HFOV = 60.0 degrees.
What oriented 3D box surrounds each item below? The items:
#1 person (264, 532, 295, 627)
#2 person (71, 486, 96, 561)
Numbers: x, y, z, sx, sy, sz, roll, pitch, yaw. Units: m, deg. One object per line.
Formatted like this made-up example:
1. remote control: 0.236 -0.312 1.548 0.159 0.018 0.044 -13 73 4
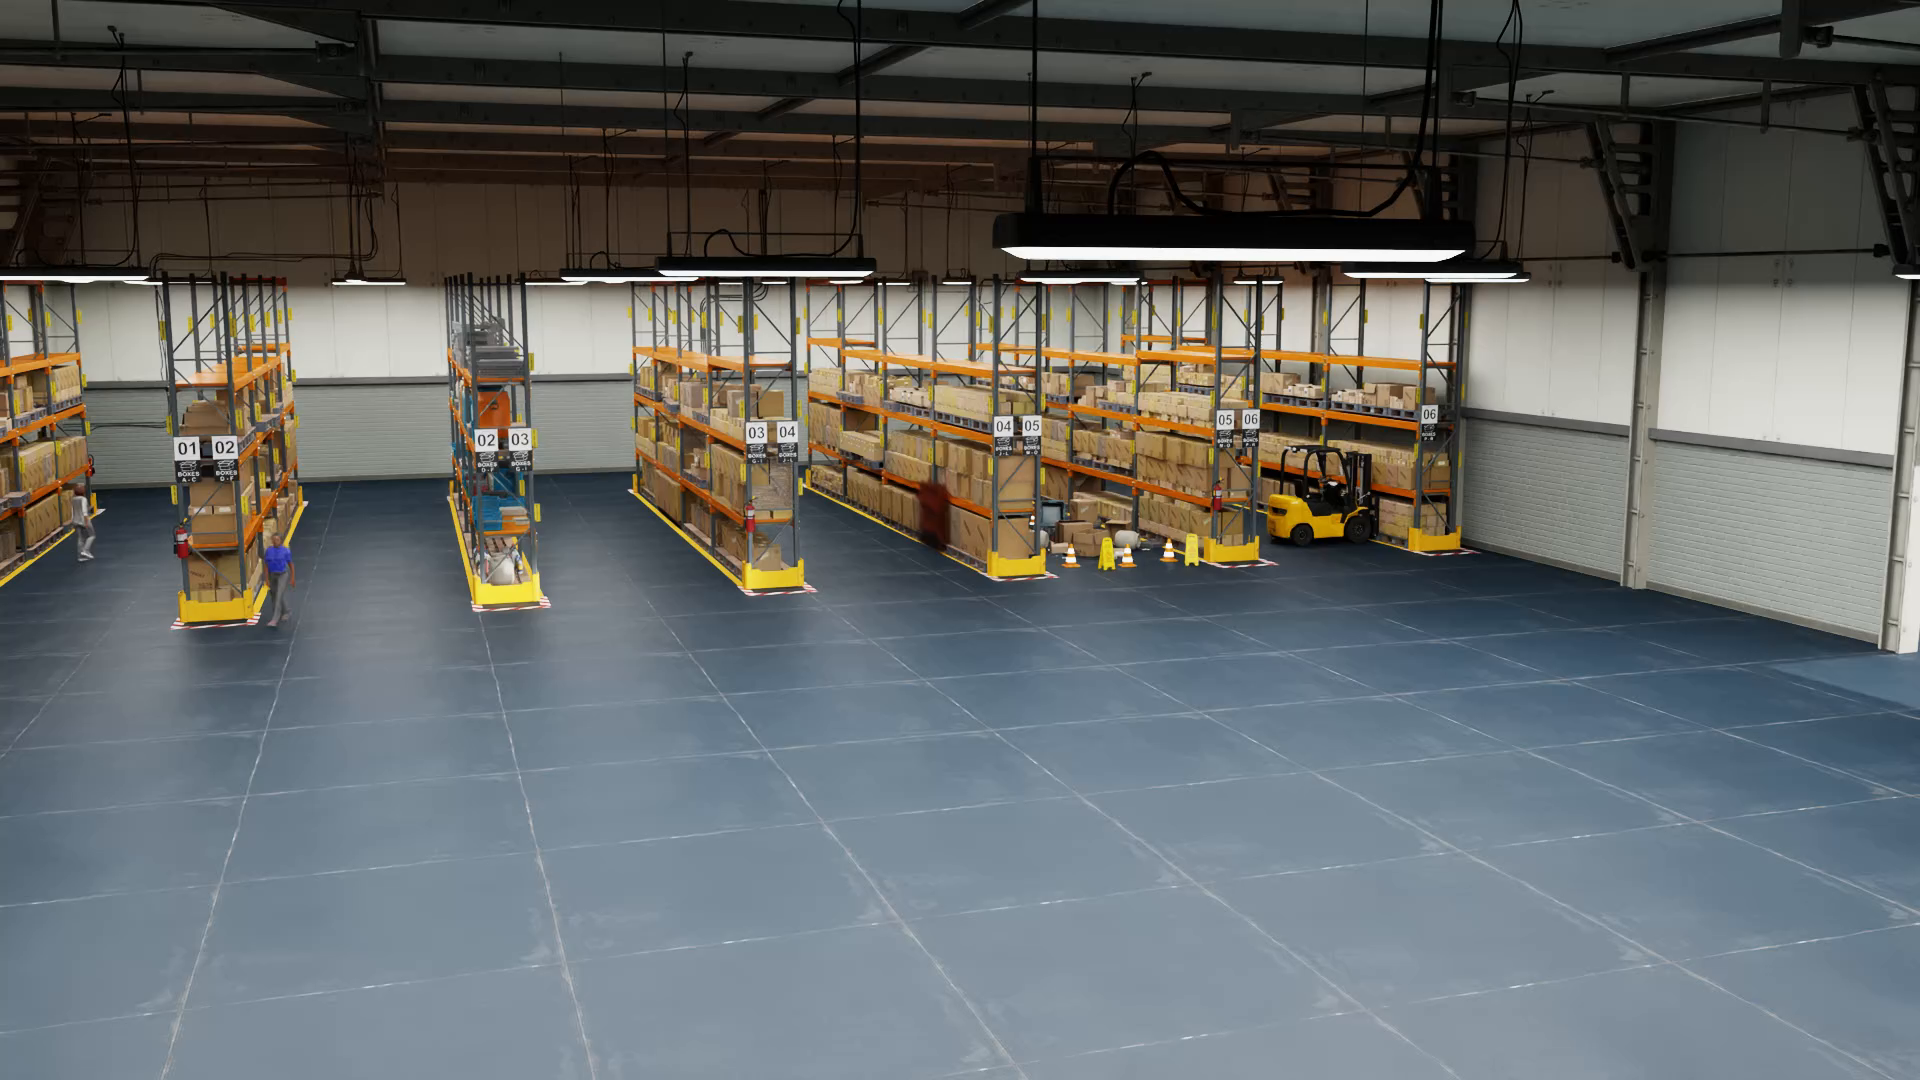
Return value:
1. person: -11.683 0.658 28.420 0.439 1.583 1.017 0 9 3
2. person: -18.520 -0.348 35.038 0.444 1.581 0.419 1 9 4
